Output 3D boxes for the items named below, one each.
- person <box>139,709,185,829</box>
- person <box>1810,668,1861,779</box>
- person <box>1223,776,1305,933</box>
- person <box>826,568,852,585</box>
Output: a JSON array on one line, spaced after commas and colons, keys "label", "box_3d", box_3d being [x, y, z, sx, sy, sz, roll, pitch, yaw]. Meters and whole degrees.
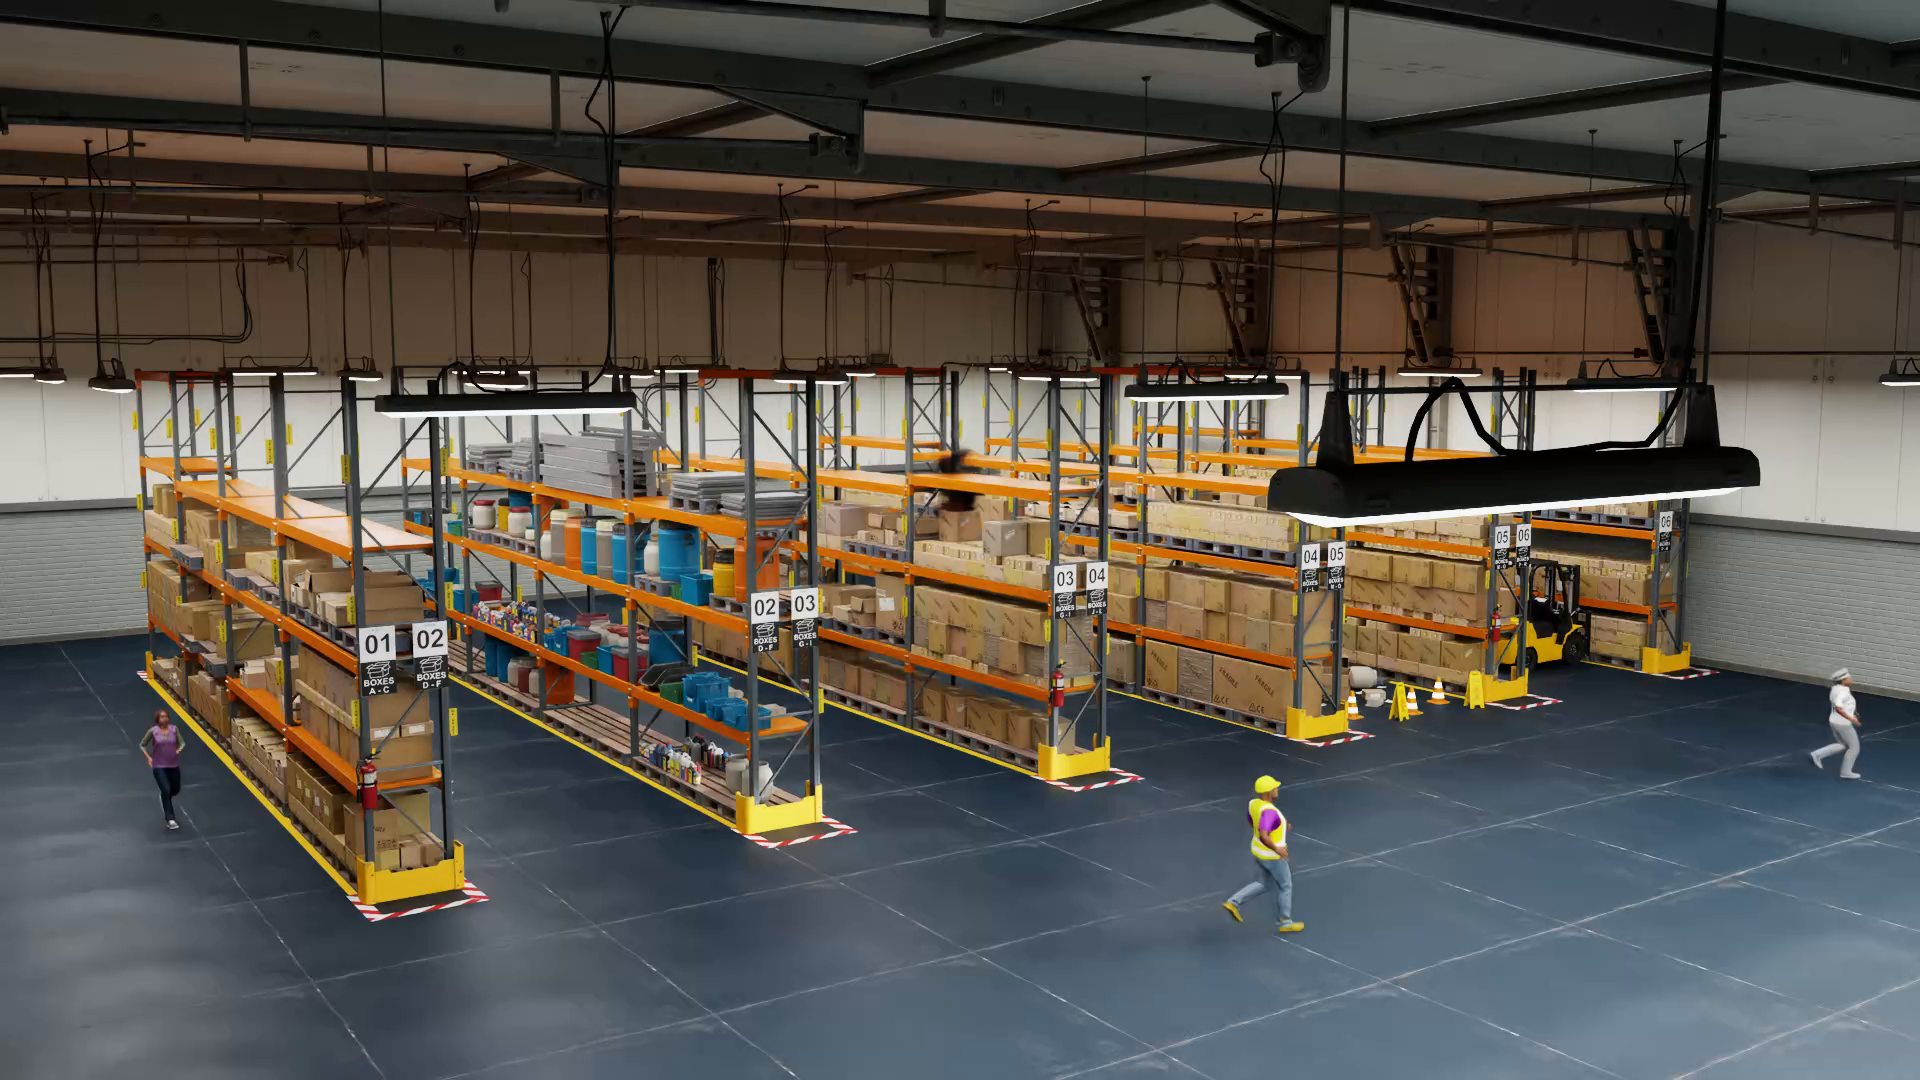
[{"label": "person", "box_3d": [-10.668, 3.039, 22.296, 0.548, 1.562, 0.805, -6, 9, -41]}, {"label": "person", "box_3d": [13.078, 2.719, 24.739, 0.678, 1.654, 0.579, 1, 7, 12]}, {"label": "person", "box_3d": [3.338, 3.423, 18.105, 0.907, 1.745, 0.714, -2, 7, -13]}, {"label": "person", "box_3d": [-3.065, 0.687, 42.255, 0.919, 1.816, 0.706, -4, 8, -31]}]
